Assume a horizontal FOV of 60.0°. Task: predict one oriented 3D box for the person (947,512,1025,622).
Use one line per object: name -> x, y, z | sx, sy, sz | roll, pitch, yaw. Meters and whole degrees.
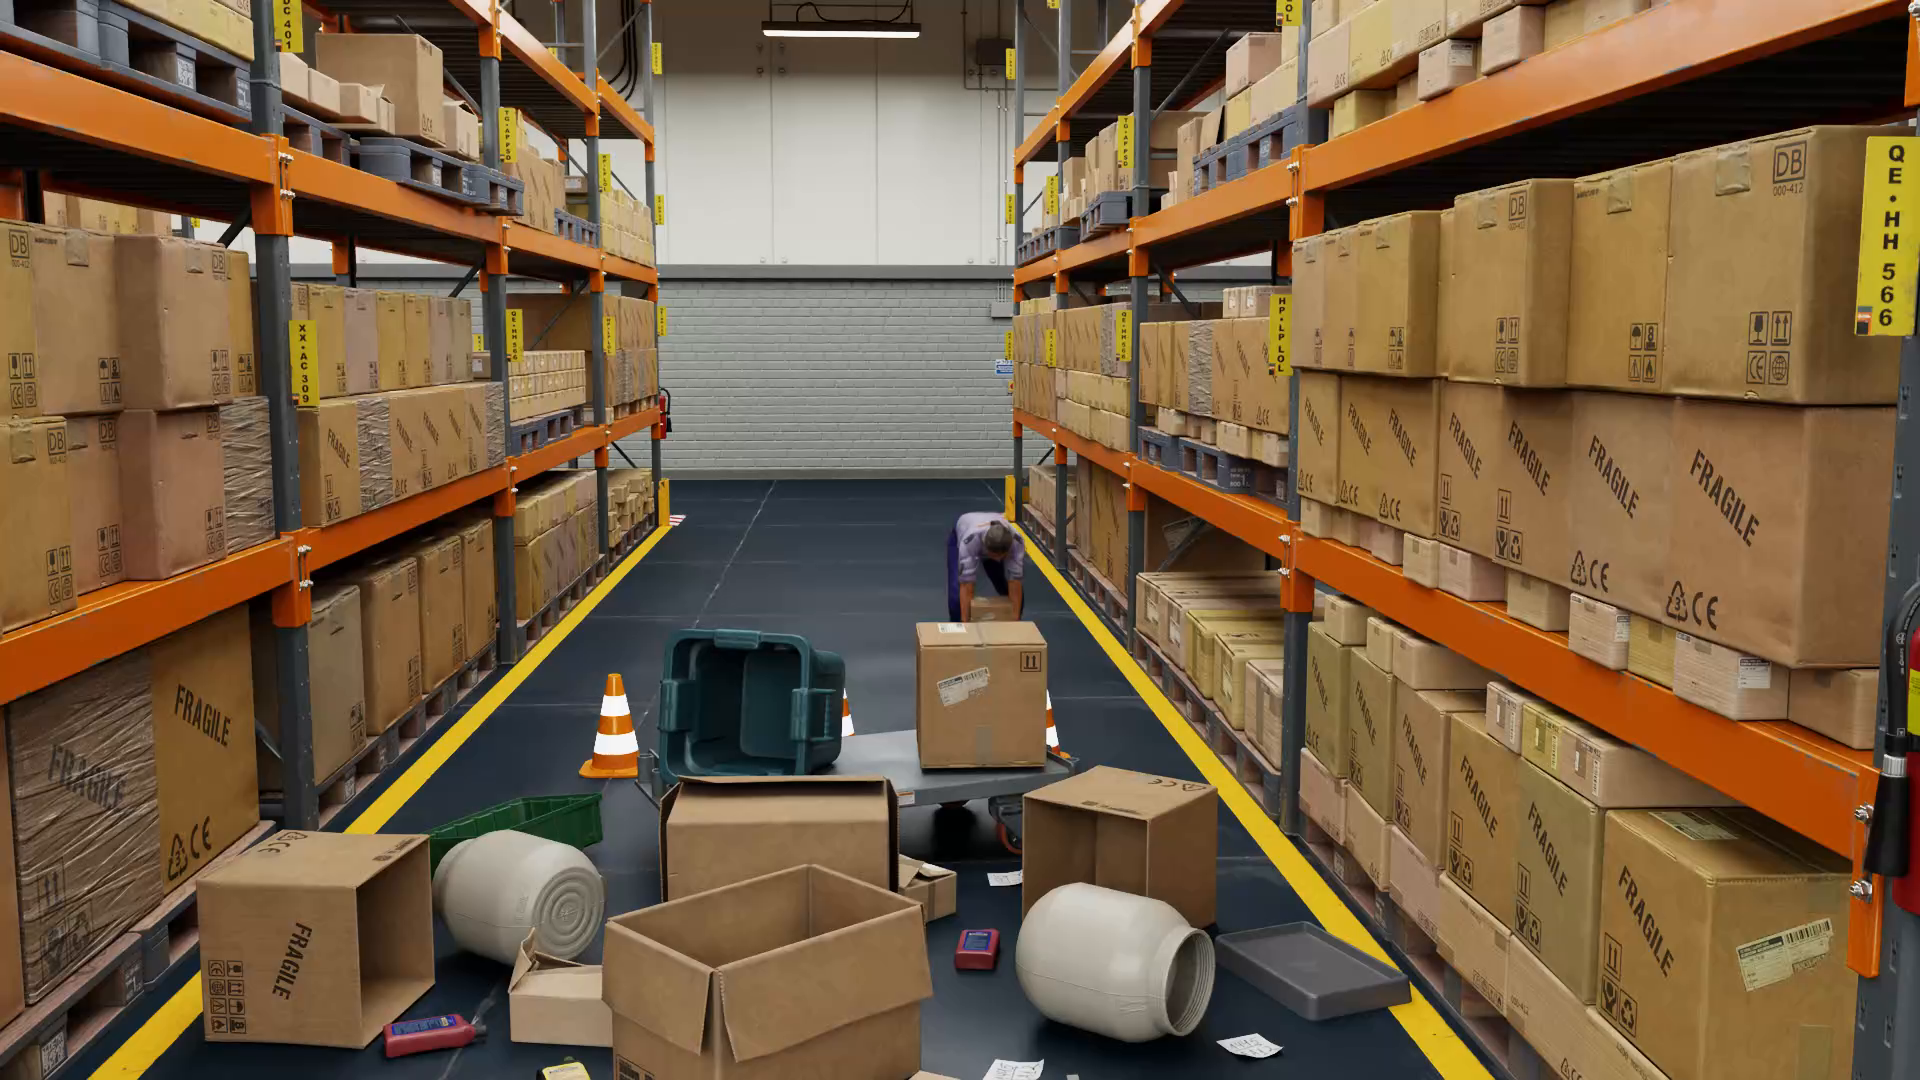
person -> 0.174, 0.345, 10.166 | 0.476, 1.003, 0.909 | -1, 7, -8
